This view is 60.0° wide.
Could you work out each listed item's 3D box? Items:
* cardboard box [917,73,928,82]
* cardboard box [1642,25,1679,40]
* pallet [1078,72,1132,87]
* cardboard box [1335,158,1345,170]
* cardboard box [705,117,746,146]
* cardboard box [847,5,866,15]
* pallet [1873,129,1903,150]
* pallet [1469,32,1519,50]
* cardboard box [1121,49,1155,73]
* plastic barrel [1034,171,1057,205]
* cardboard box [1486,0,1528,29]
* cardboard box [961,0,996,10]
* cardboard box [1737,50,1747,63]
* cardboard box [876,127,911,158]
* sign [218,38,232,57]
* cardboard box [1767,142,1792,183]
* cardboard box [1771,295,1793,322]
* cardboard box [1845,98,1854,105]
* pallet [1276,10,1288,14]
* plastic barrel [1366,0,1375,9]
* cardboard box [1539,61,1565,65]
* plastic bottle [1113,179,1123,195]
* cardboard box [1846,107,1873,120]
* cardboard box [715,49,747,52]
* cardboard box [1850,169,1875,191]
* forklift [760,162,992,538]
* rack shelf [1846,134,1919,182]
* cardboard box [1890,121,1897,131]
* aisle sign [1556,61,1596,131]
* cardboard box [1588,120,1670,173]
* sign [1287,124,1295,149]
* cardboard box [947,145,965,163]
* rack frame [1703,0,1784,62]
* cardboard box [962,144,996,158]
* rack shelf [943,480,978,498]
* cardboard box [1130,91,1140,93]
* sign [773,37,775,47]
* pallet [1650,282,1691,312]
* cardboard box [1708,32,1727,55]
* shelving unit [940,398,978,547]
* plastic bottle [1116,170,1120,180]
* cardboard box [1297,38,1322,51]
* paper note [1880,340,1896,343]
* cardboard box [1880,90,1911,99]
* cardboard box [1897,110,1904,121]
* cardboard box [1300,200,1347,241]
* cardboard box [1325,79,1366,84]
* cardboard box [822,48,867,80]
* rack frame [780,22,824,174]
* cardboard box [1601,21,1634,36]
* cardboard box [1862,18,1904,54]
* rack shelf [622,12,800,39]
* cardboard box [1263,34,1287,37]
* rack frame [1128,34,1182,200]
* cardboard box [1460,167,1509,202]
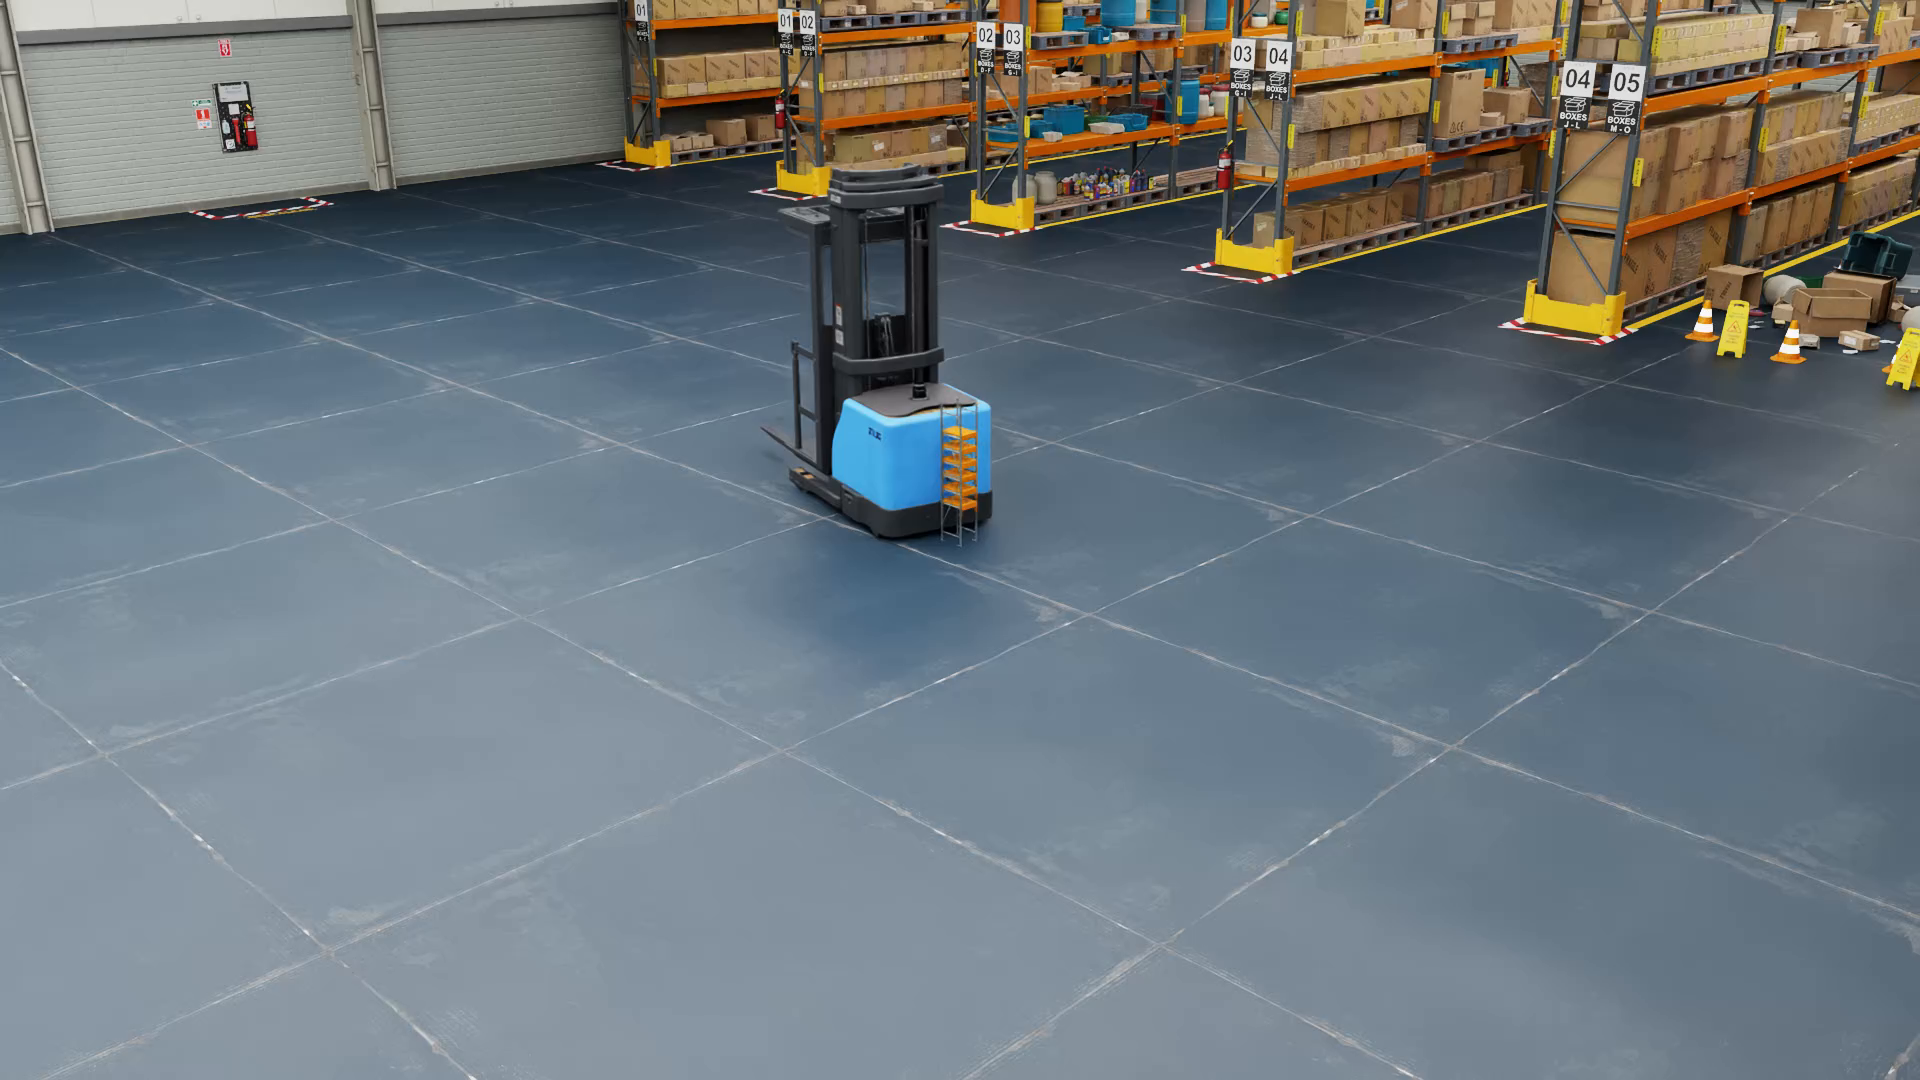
[{"bbox_3d":[-0.826,-8.837,31.704,0.380,0.149,0.250,19,28,40],"label":"cardboard box"},{"bbox_3d":[8.346,-6.064,19.867,0.380,0.149,0.250,19,28,41],"label":"cardboard box"},{"bbox_3d":[3.135,-10.003,36.047,1.213,0.211,1.003,19,28,41],"label":"pallet"},{"bbox_3d":[5.463,-5.583,24.631,0.380,0.149,0.250,19,28,41],"label":"cardboard box"},{"bbox_3d":[-4.928,-8.599,35.000,0.700,0.500,0.500,17,27,37],"label":"cardboard box"},{"bbox_3d":[-1.922,-9.647,30.242,0.380,0.149,0.250,19,28,41],"label":"cardboard box"},{"bbox_3d":[14.642,-6.582,27.148,1.003,0.211,1.213,19,28,41],"label":"pallet"},{"bbox_3d":[8.245,-8.104,26.920,1.213,0.211,1.003,19,28,41],"label":"pallet"},{"bbox_3d":[3.846,-10.521,36.402,0.500,0.500,0.700,-14,25,-32],"label":"cardboard box"},{"bbox_3d":[1.432,-5.955,28.132,0.421,0.512,0.421,0,21,0],"label":"plastic barrel"},{"bbox_3d":[8.947,-8.657,27.262,0.500,0.500,0.500,-20,28,-41],"label":"cardboard box"},{"bbox_3d":[0.359,-10.554,32.658,0.500,0.250,0.500,-17,27,-37],"label":"cardboard box"},{"bbox_3d":[9.942,-6.279,21.537,0.380,0.149,0.250,19,28,41],"label":"cardboard box"},{"bbox_3d":[-1.287,-7.574,31.662,0.500,0.500,0.500,19,28,41],"label":"cardboard box"},{"bbox_3d":[-12.566,-8.416,28.421,0.001,0.298,0.199,19,28,41],"label":"sign"},{"bbox_3d":[11.411,-5.369,23.585,0.500,0.500,0.500,20,28,41],"label":"cardboard box"},{"bbox_3d":[10.621,-2.946,21.230,0.258,0.266,0.396,-14,25,-33],"label":"cardboard box"},{"bbox_3d":[14.575,-7.219,27.472,0.250,0.149,0.380,-19,28,-40],"label":"cardboard box"},{"bbox_3d":[6.862,-10.144,32.229,1.003,0.211,1.213,19,28,41],"label":"pallet"},{"bbox_3d":[7.968,-11.041,33.016,0.600,0.901,0.708,19,28,41],"label":"plastic barrel"},{"bbox_3d":[10.786,-8.286,29.775,0.637,0.503,0.797,-19,28,-41],"label":"cardboard box"},{"bbox_3d":[2.750,-6.155,28.952,0.135,0.276,0.152,-20,28,-41],"label":"plastic bottle"},{"bbox_3d":[14.112,-6.711,26.152,0.380,0.149,0.250,19,28,40],"label":"cardboard box"},{"bbox_3d":[-4.823,-10.073,35.099,0.500,0.500,0.500,-19,28,-41],"label":"cardboard box"},{"bbox_3d":[14.299,-5.779,26.645,0.500,0.250,0.500,19,28,40],"label":"cardboard box"},{"bbox_3d":[-0.902,-1.870,14.717,1.130,2.935,3.031,-12,24,-28],"label":"forklift"},{"bbox_3d":[14.686,-6.331,27.230,1.077,0.370,4.000,19,28,41],"label":"rack shelf"},{"bbox_3d":[15.039,-6.772,27.140,0.250,0.149,0.380,-19,28,-40],"label":"cardboard box"},{"bbox_3d":[7.445,-5.367,20.095,0.394,0.787,0.004,19,28,41],"label":"aisle sign"},{"bbox_3d":[8.314,-4.921,20.843,0.875,0.550,0.550,19,28,41],"label":"cardboard box"},{"bbox_3d":[4.615,-5.632,23.202,0.100,0.325,0.005,19,28,41],"label":"sign"},{"bbox_3d":[-0.245,-7.611,32.804,0.500,0.250,0.500,19,28,41],"label":"cardboard box"},{"bbox_3d":[10.500,-7.925,22.012,1.000,3.000,0.127,19,28,41],"label":"rack frame"},{"bbox_3d":[0.381,-7.826,33.365,0.500,0.250,0.500,18,28,39],"label":"cardboard box"},{"bbox_3d":[-0.007,-0.400,13.762,0.180,0.103,0.258,-19,28,-41],"label":"rack shelf"},{"bbox_3d":[4.325,-12.020,43.927,0.700,0.500,0.500,19,28,41],"label":"cardboard box"},{"bbox_3d":[-4.030,-10.790,36.213,0.100,0.325,0.005,19,28,41],"label":"sign"},{"bbox_3d":[9.062,-3.332,22.311,1.003,0.211,1.213,19,28,41],"label":"pallet"},{"bbox_3d":[9.286,-6.257,20.924,0.500,0.250,0.500,19,28,40],"label":"cardboard box"},{"bbox_3d":[-0.007,-0.554,13.703,0.189,1.200,0.258,-19,28,-41],"label":"shelving unit"},{"bbox_3d":[2.803,-6.480,29.788,0.061,0.283,0.133,19,28,41],"label":"plastic bottle"},{"bbox_3d":[4.834,-6.935,23.272,0.250,0.149,0.380,-19,28,-41],"label":"cardboard box"},{"bbox_3d":[11.260,-2.414,20.191,0.142,0.019,0.148,-10,23,-24],"label":"paper note"},{"bbox_3d":[16.216,-7.562,28.875,0.500,0.500,0.500,19,28,41],"label":"cardboard box"},{"bbox_3d":[15.217,-6.978,27.260,0.380,0.149,0.250,17,27,38],"label":"cardboard box"},{"bbox_3d":[5.517,-4.868,25.319,0.500,0.500,0.500,-17,27,-37],"label":"cardboard box"},{"bbox_3d":[5.824,-6.735,25.330,0.500,0.500,0.500,19,28,41],"label":"cardboard box"},{"bbox_3d":[-2.134,-8.763,30.607,0.700,0.500,0.500,18,28,39],"label":"cardboard box"},{"bbox_3d":[-2.869,-7.844,30.163,1.000,3.000,0.127,19,28,41],"label":"rack frame"},{"bbox_3d":[8.056,-6.295,20.467,0.250,0.149,0.380,-20,28,-41],"label":"cardboard box"},{"bbox_3d":[14.223,-7.810,25.755,0.500,0.500,0.500,19,28,41],"label":"cardboard box"},{"bbox_3d":[-5.025,-10.661,34.315,1.077,0.370,4.000,19,28,41],"label":"rack shelf"},{"bbox_3d":[4.575,-7.165,23.869,0.380,0.149,0.250,18,27,38],"label":"cardboard box"},{"bbox_3d":[3.468,-7.632,29.611,1.000,3.000,0.127,19,28,41],"label":"rack frame"},{"bbox_3d":[8.976,-6.136,28.590,0.700,0.500,0.500,16,26,36],"label":"cardboard box"}]
